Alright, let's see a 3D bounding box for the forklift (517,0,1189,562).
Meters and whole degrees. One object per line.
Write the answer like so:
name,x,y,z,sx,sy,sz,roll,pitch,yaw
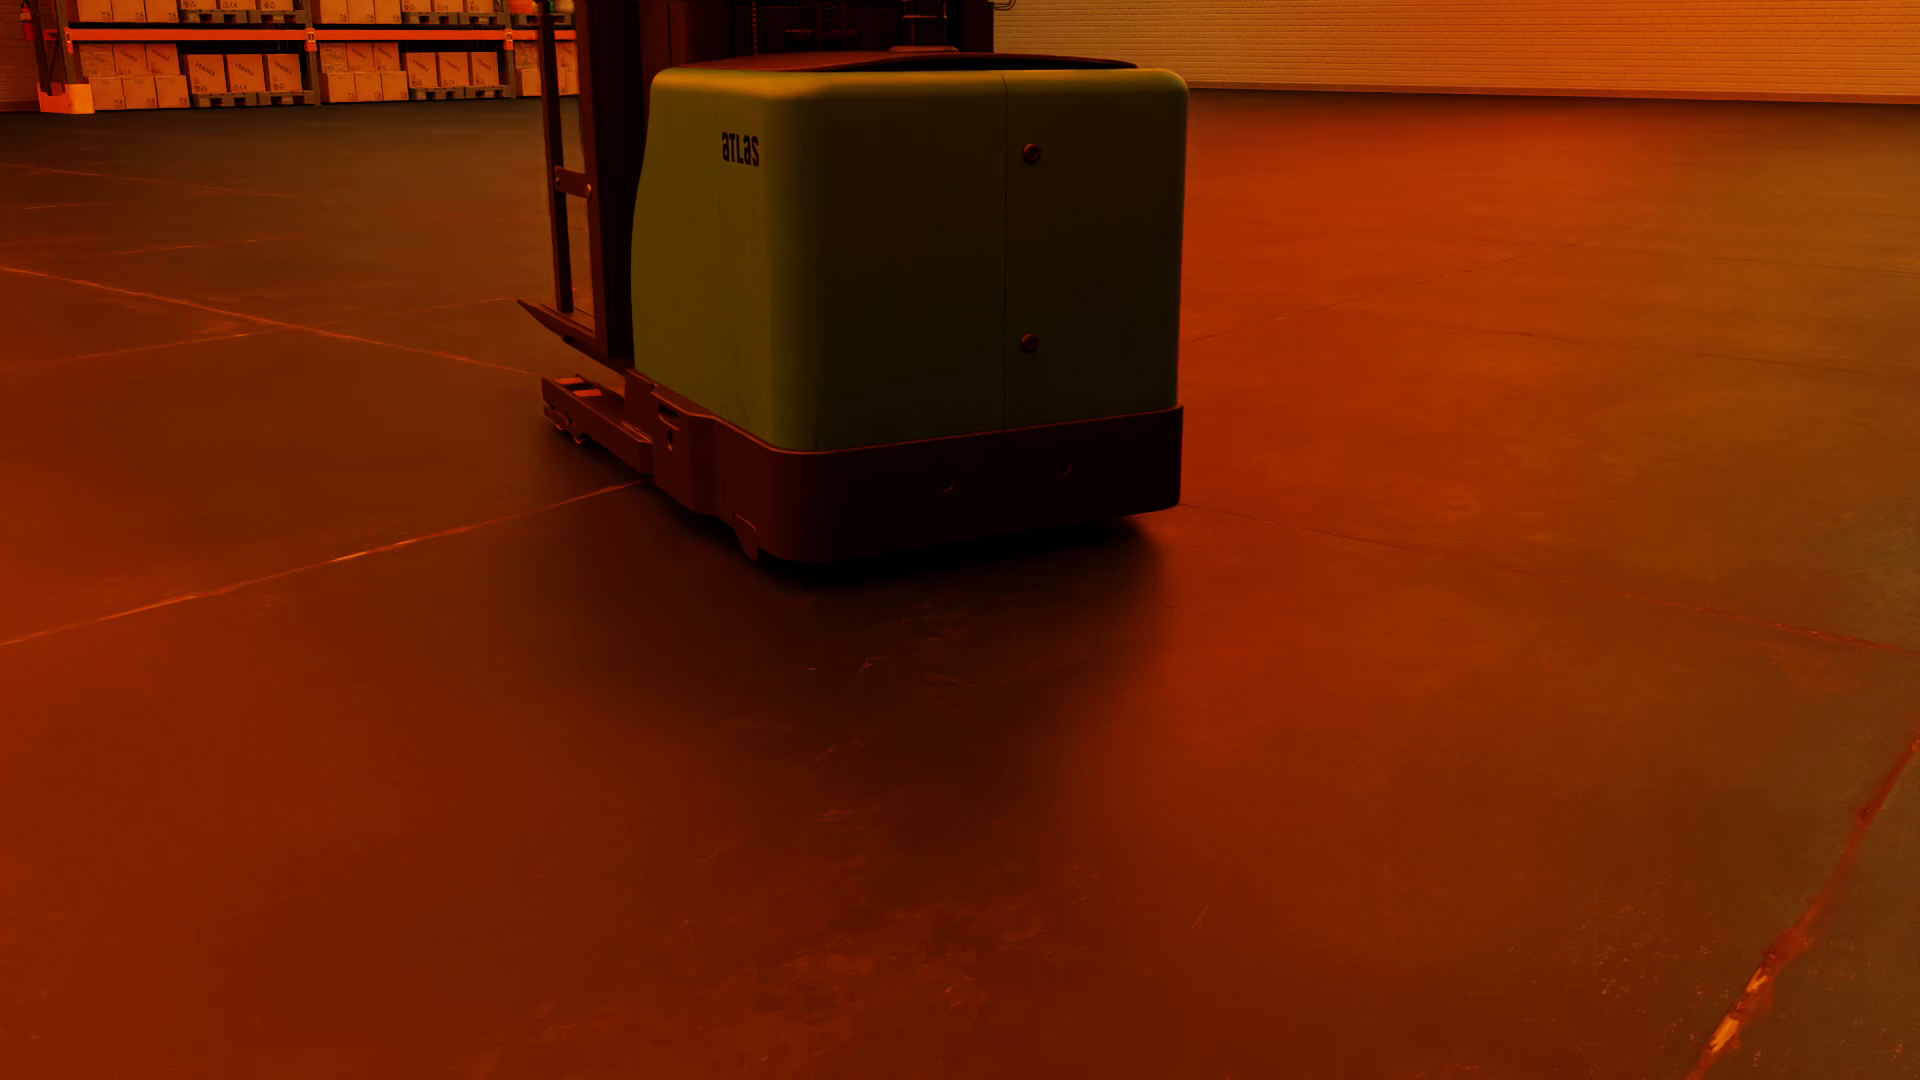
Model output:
forklift,-0.609,-1.734,4.608,1.130,2.935,3.031,-9,19,-27
